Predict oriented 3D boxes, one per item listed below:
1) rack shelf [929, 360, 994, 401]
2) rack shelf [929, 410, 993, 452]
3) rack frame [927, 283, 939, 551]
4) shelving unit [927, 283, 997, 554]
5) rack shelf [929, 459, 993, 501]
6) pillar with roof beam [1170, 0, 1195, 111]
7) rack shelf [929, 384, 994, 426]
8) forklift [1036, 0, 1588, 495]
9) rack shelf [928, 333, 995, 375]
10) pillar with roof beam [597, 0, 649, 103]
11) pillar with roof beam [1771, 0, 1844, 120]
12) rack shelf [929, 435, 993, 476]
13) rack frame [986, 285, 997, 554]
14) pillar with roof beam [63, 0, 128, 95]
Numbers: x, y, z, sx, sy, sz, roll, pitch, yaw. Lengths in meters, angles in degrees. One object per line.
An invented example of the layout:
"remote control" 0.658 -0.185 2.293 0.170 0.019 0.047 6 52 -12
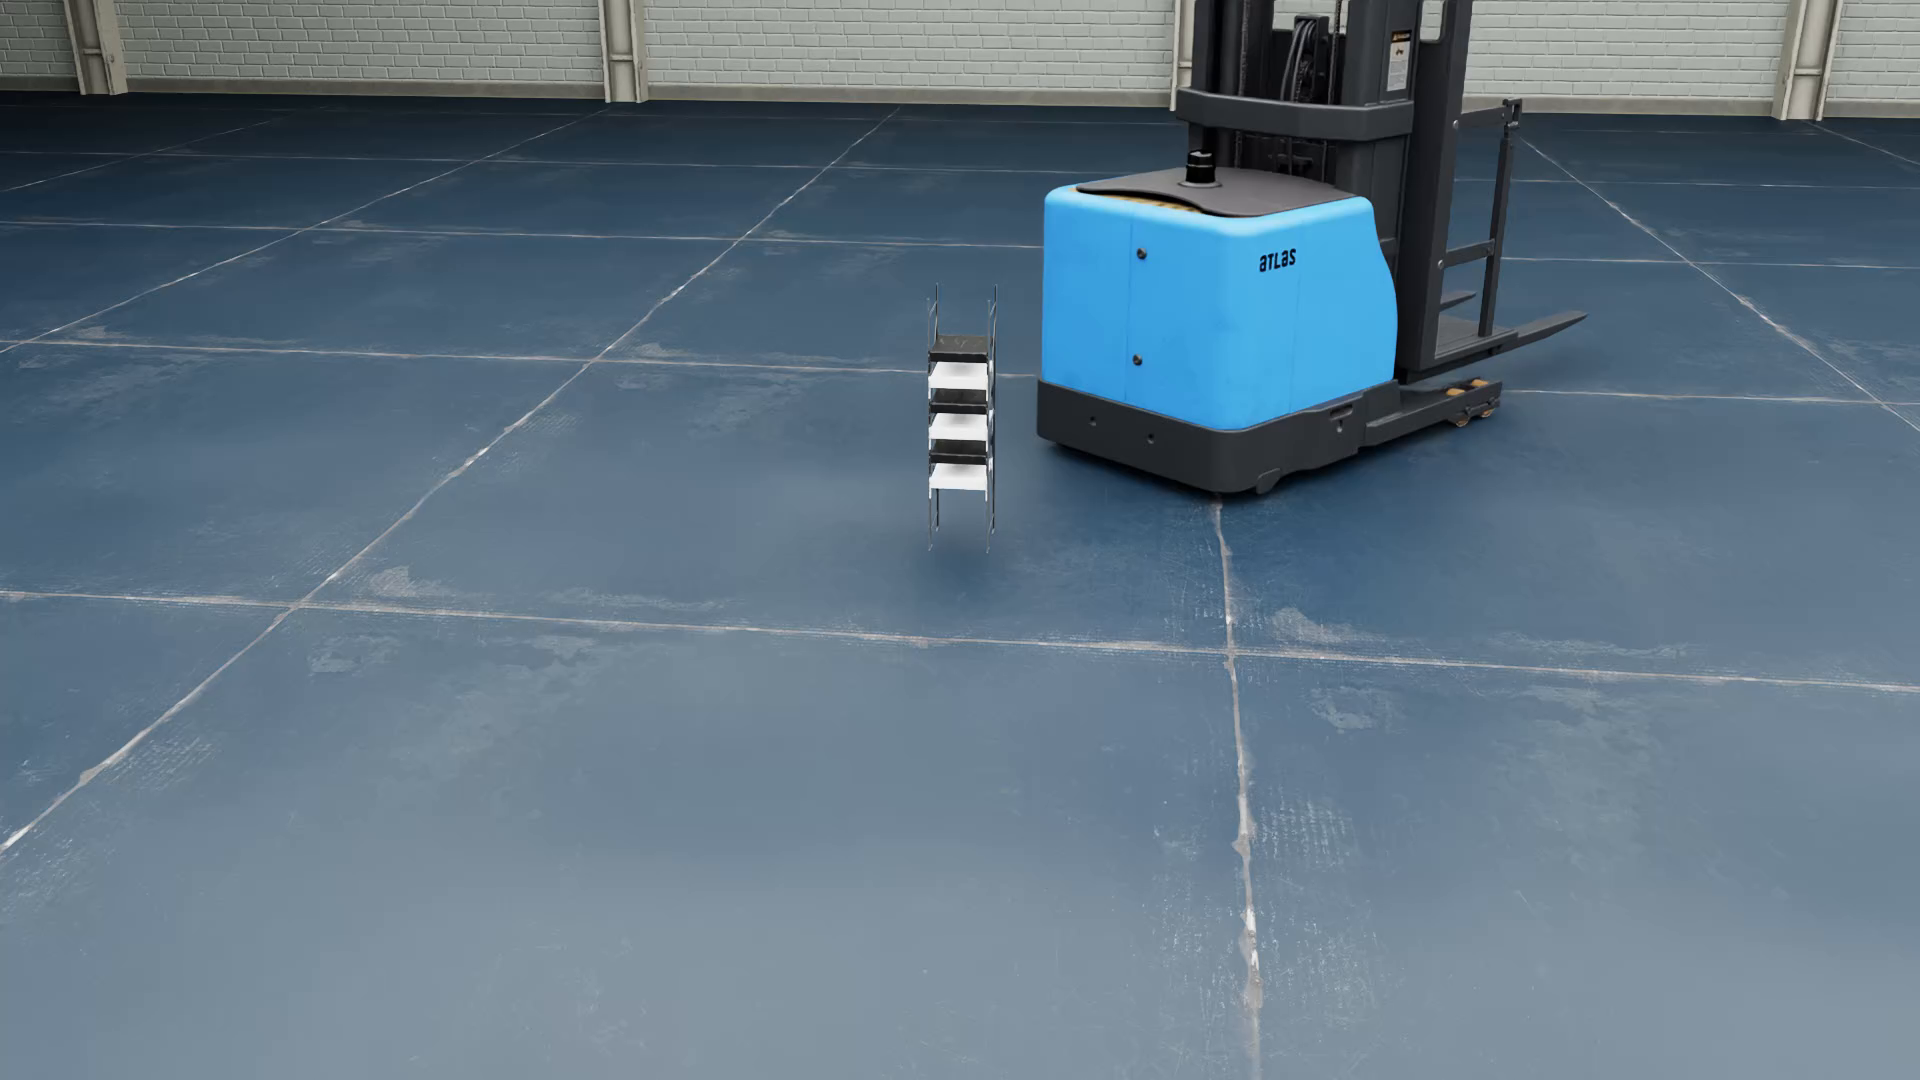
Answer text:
"rack shelf" 0.008 -0.555 5.720 0.200 0.077 0.258 2 22 6
"rack shelf" 0.008 -0.387 5.786 0.200 0.077 0.258 2 22 6
"rack frame" -0.093 -0.423 5.785 0.006 0.900 0.240 2 22 6
"shelving unit" 0.008 -0.418 5.773 0.210 0.900 0.258 2 22 6
"rack shelf" 0.008 -0.220 5.852 0.200 0.077 0.258 2 22 6
"pillar with roof beam" 1.871 -7.082 11.613 0.400 9.000 9.100 2 22 6
"rack shelf" 0.008 -0.471 5.753 0.200 0.077 0.258 2 22 6
"forklift" 1.738 -1.975 6.948 3.031 2.935 1.130 -19 28 -39
"rack shelf" 0.008 -0.638 5.686 0.200 0.077 0.258 2 22 6
"pillar with roof beam" -4.087 -7.341 12.269 0.400 9.000 9.100 2 22 6
"pillar with roof beam" 7.829 -6.822 10.956 0.400 9.000 9.100 2 22 6
"rack shelf" 0.008 -0.303 5.819 0.200 0.077 0.258 2 22 6
"rack frame" 0.109 -0.414 5.762 0.006 0.900 0.240 2 22 6
"pillar with roof beam" -10.046 -7.601 12.926 0.400 9.000 9.100 2 22 6
